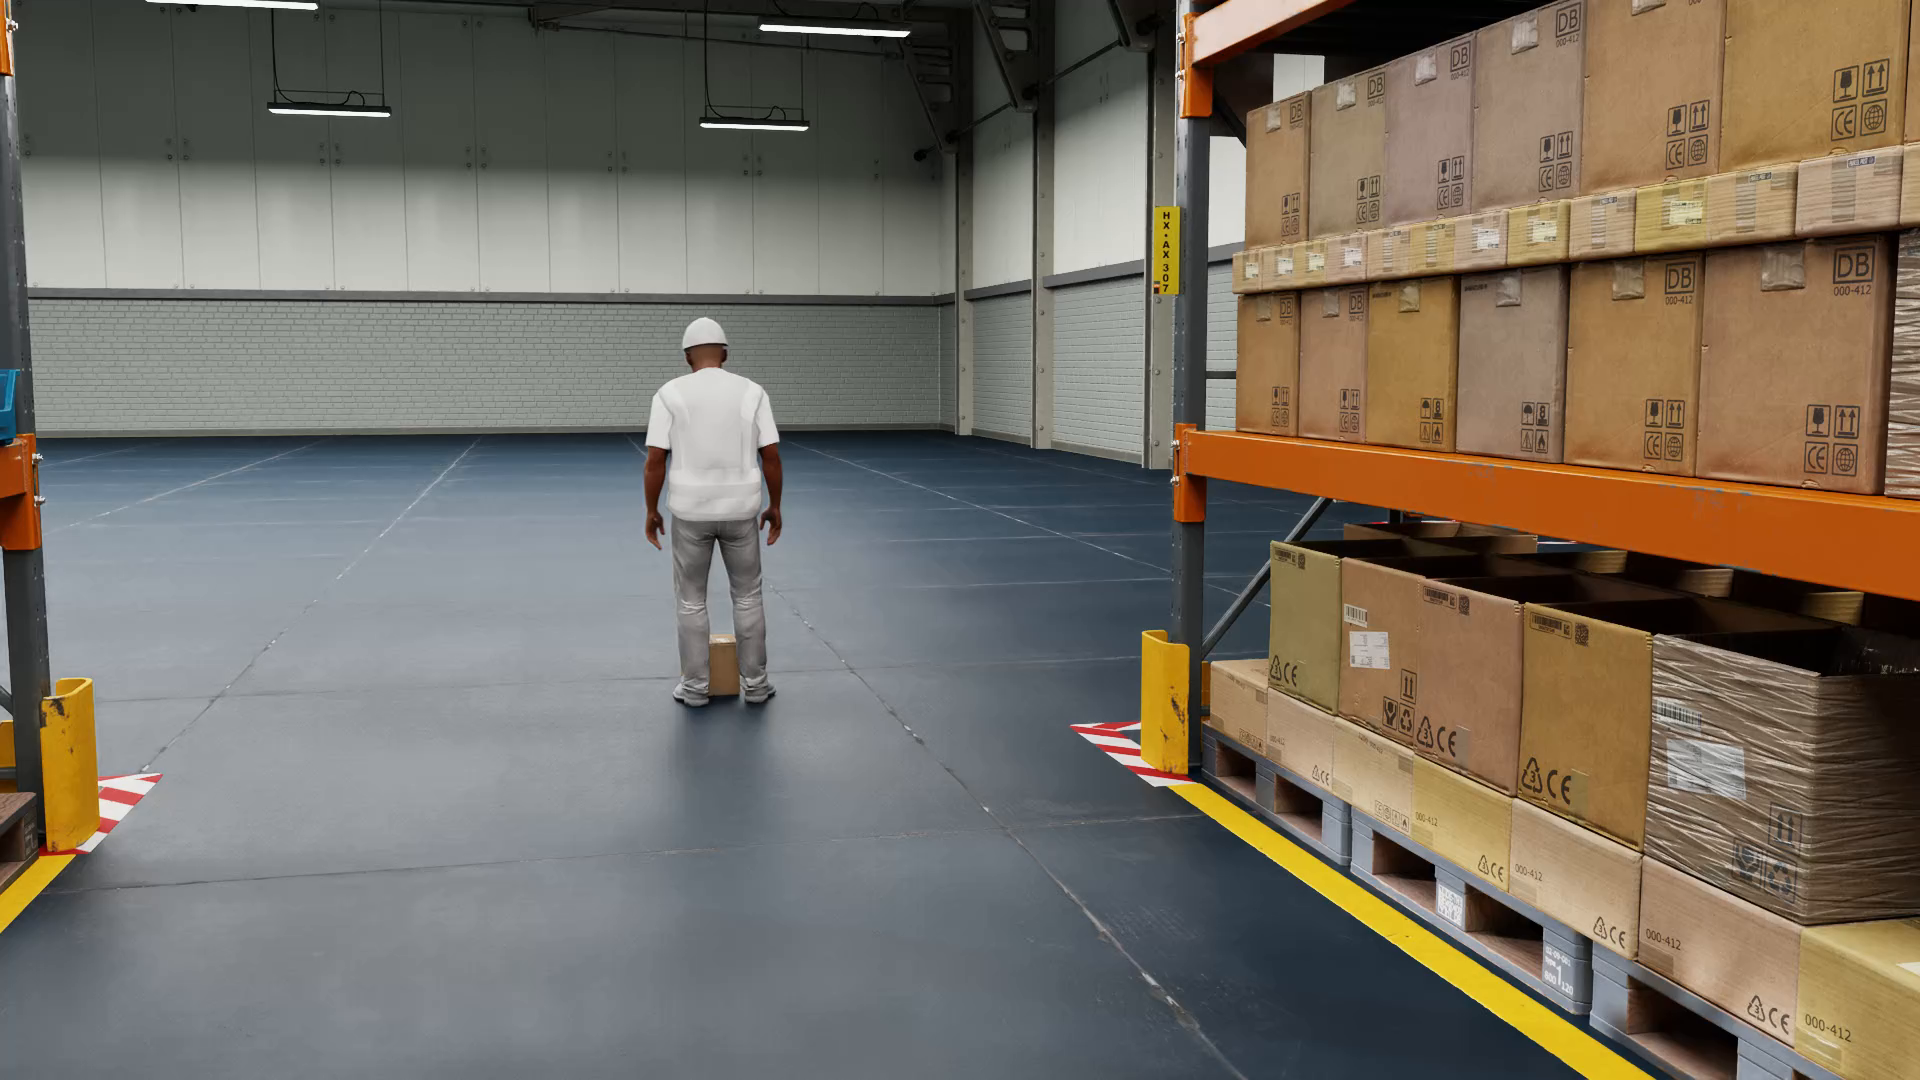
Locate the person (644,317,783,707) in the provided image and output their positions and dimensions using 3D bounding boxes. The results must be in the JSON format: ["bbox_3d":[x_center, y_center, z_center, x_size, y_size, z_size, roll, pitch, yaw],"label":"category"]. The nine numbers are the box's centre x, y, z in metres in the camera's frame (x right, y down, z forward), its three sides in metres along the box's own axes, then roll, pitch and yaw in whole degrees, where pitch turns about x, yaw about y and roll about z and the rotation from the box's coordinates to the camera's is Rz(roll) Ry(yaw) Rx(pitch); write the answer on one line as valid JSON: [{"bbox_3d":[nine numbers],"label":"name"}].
[{"bbox_3d":[-1.126,-0.133,7.615,0.631,1.760,0.463,-2,6,-14],"label":"person"}]
